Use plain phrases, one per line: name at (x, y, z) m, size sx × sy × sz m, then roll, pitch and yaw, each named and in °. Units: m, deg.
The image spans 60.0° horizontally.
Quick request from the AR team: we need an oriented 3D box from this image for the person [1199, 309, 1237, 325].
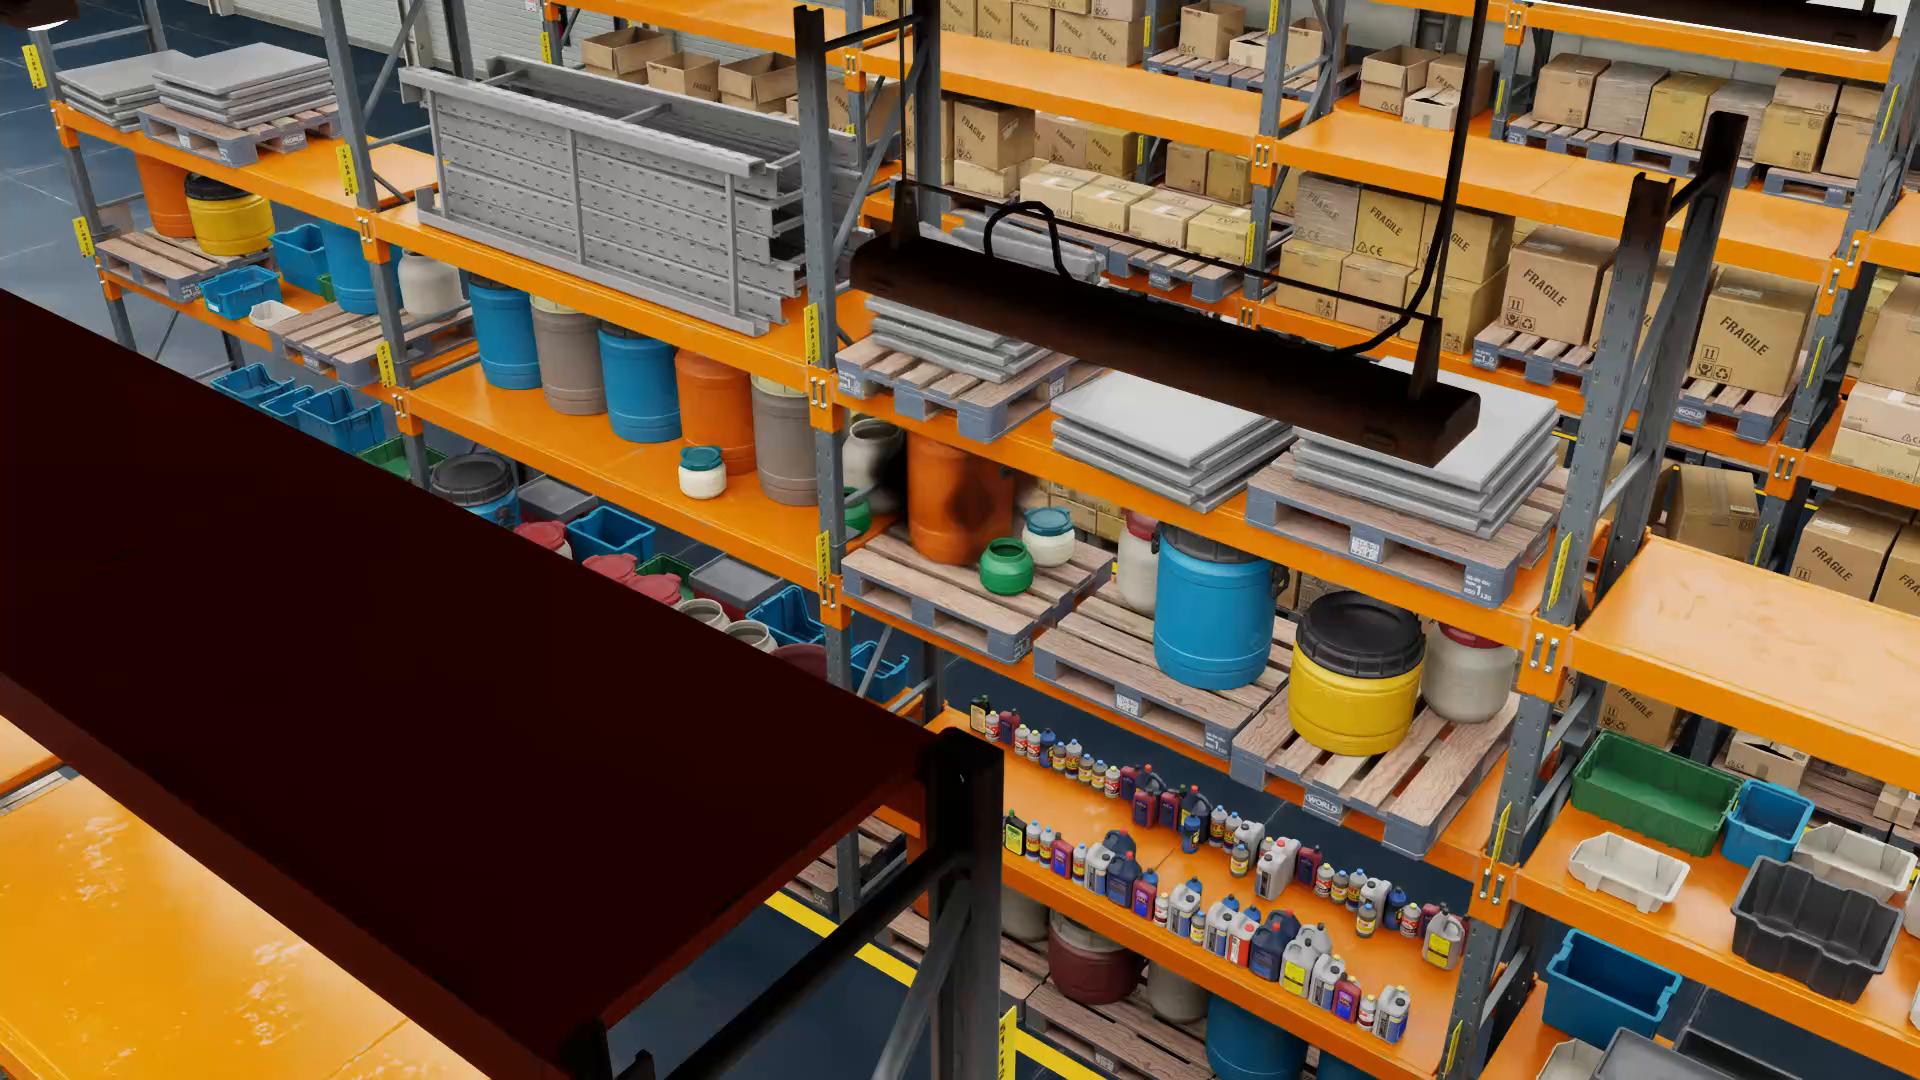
person at (2.810, -2.321, 17.585) m, size 0.536 × 1.582 × 0.629 m, roll -17°, pitch 36°, yaw -26°
